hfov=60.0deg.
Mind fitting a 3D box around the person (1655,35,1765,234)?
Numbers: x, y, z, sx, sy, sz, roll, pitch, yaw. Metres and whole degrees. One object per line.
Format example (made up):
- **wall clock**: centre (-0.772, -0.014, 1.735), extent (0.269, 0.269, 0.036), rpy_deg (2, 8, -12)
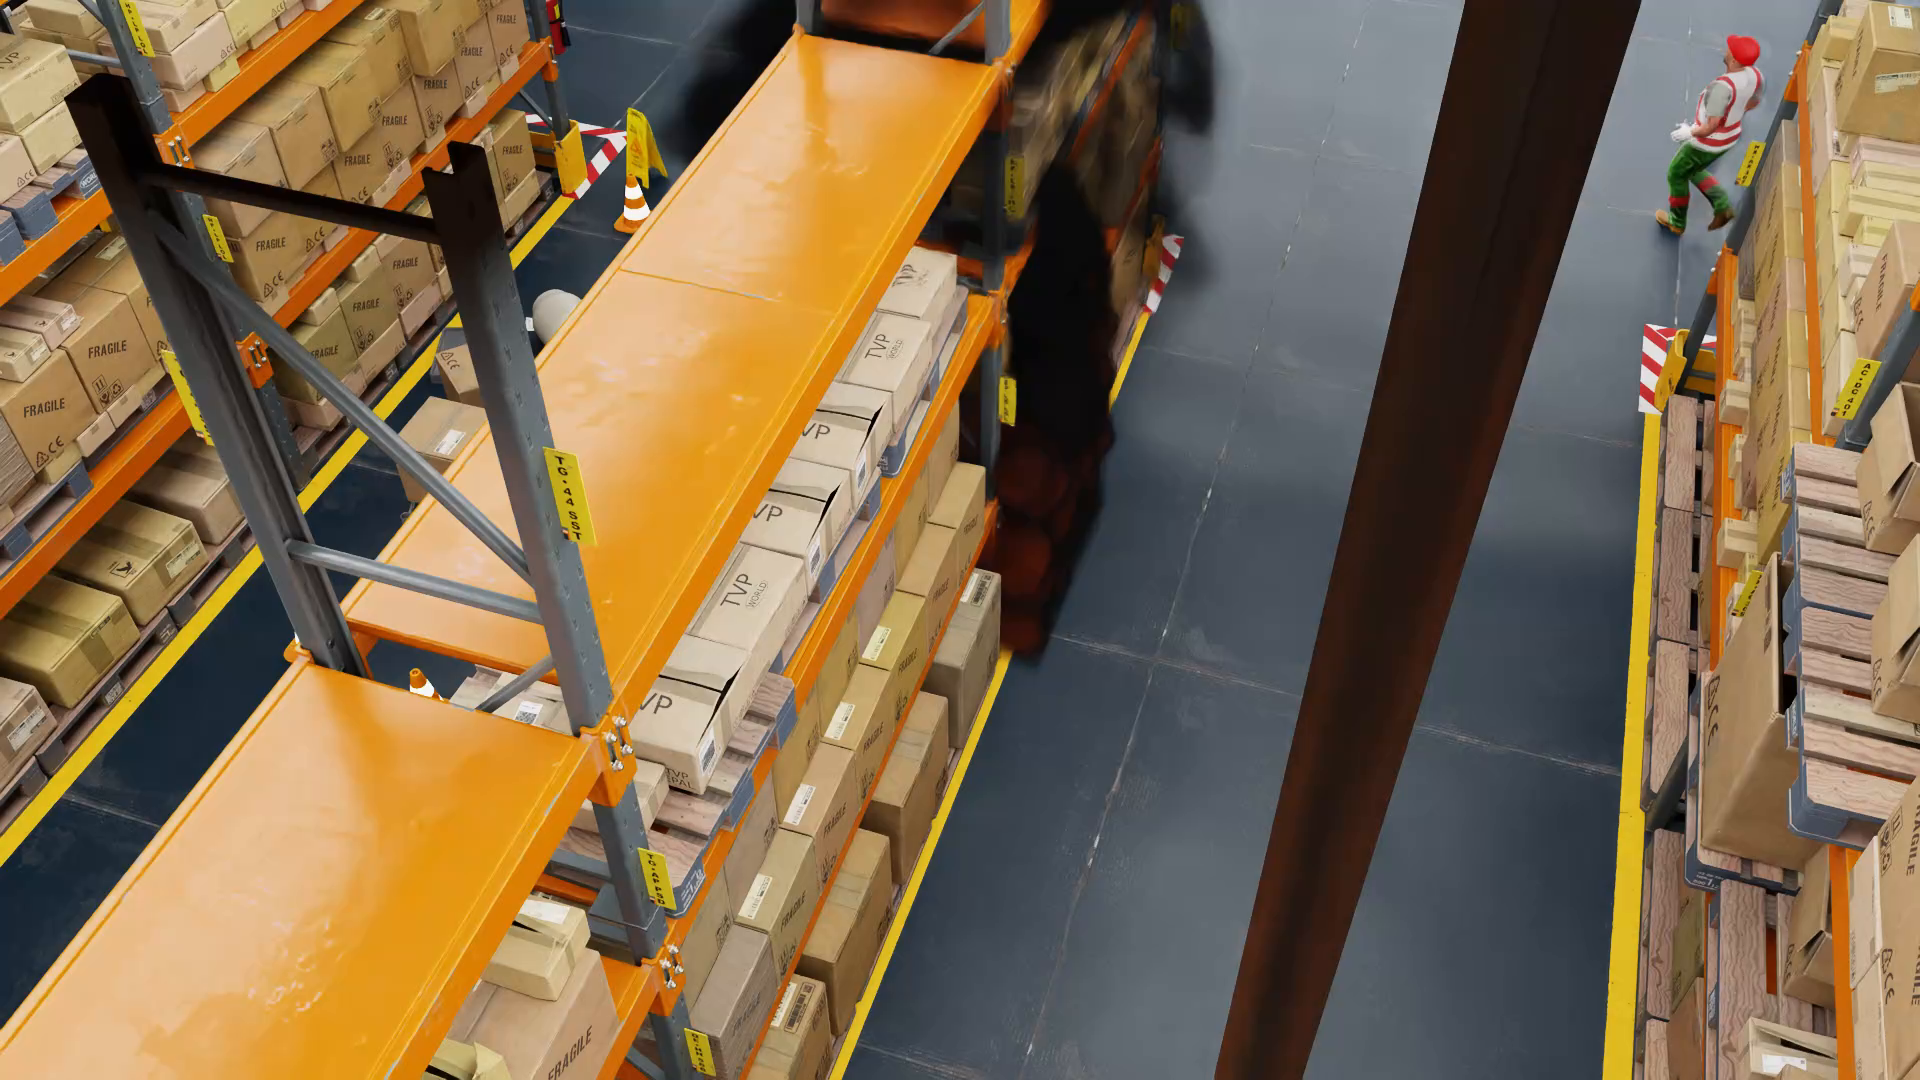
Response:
- **person**: centre (5.882, -3.102, 12.947), extent (0.648, 1.744, 0.656), rpy_deg (-26, 51, -23)
